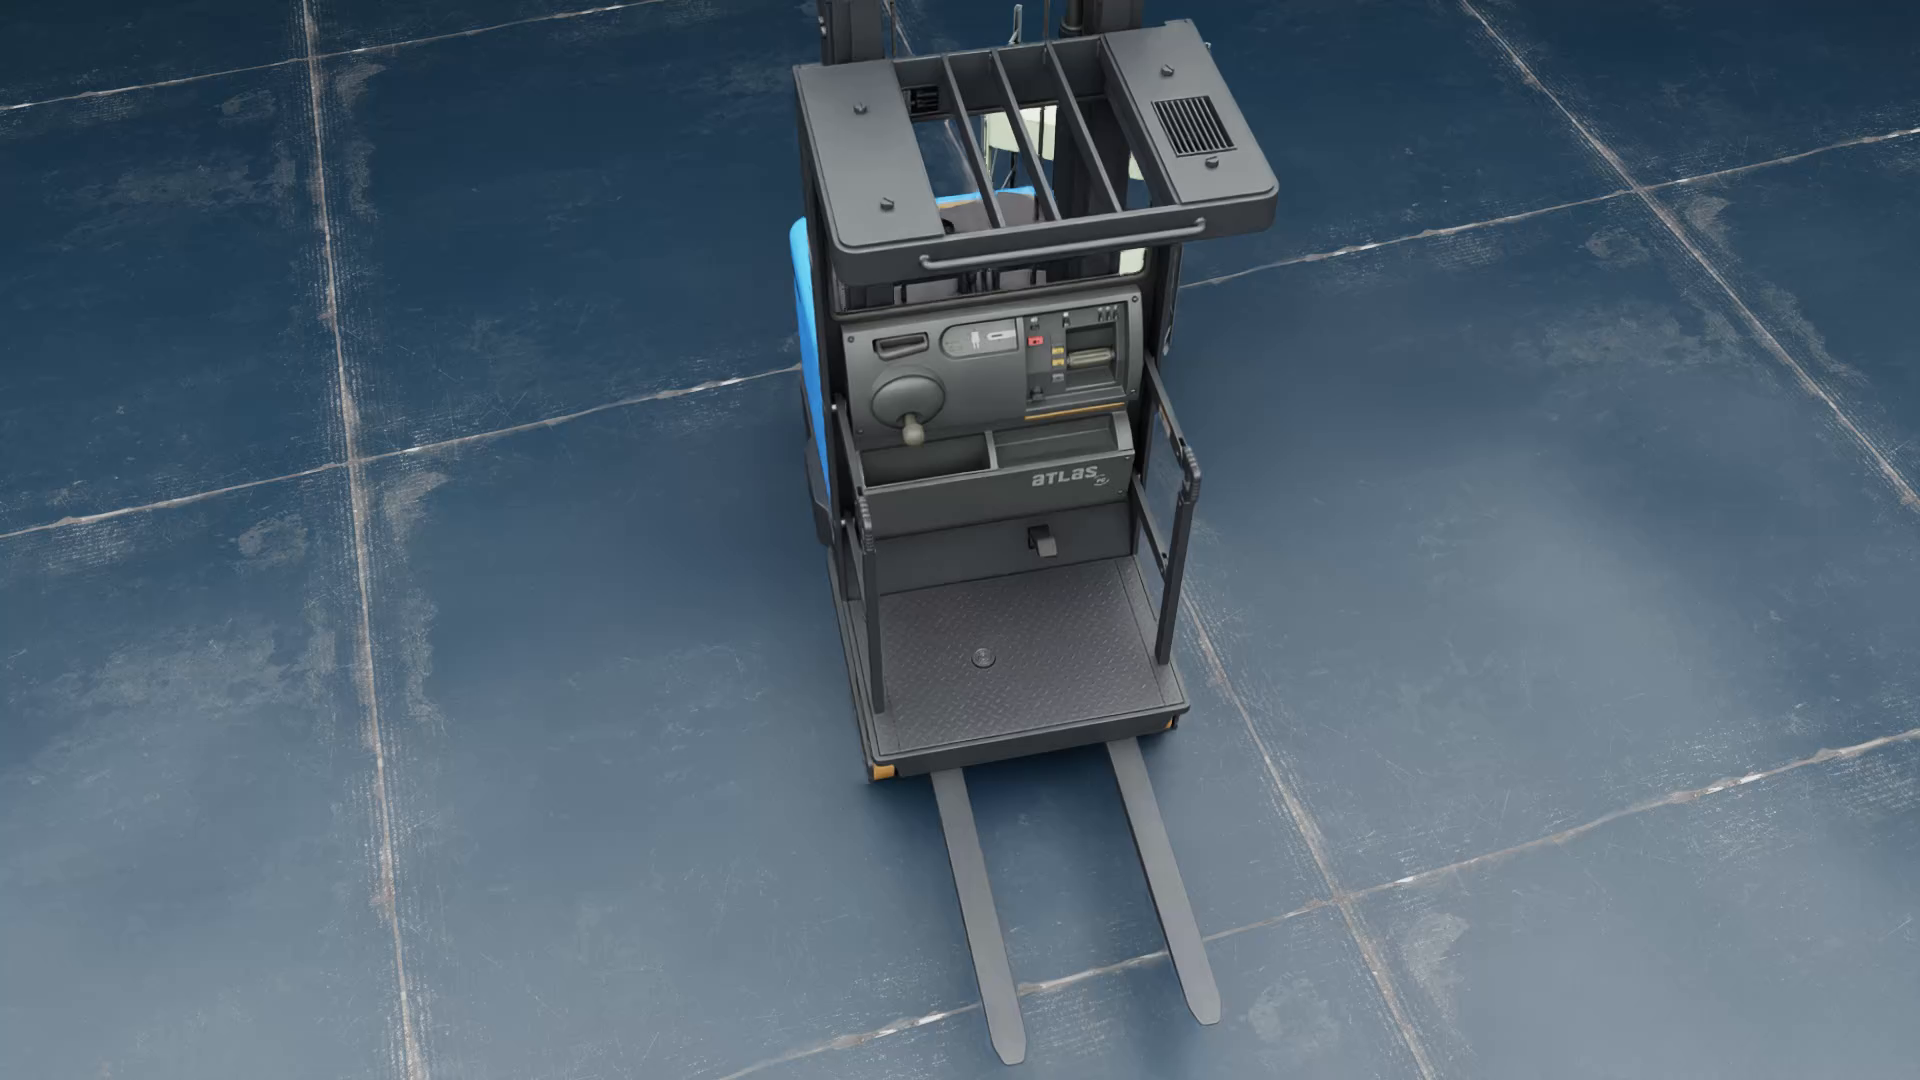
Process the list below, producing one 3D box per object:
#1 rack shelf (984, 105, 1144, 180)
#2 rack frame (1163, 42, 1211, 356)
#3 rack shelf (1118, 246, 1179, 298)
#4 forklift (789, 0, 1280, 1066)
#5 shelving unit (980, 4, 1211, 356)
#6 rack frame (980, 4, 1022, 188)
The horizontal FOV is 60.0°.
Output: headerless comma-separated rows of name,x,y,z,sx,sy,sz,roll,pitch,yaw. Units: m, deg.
rack shelf,0.500,-1.551,6.356,0.720,0.370,0.431,16,52,13
rack frame,0.844,-1.203,6.573,0.023,1.500,0.400,16,52,13
rack shelf,0.500,-1.089,6.903,0.720,0.370,0.431,16,52,13
forklift,0.154,-0.427,4.982,1.130,2.935,3.031,-9,50,-8
shelving unit,0.500,-1.299,6.654,0.755,1.500,0.431,16,52,13
rack frame,0.157,-1.396,6.735,0.023,1.500,0.400,16,52,13
